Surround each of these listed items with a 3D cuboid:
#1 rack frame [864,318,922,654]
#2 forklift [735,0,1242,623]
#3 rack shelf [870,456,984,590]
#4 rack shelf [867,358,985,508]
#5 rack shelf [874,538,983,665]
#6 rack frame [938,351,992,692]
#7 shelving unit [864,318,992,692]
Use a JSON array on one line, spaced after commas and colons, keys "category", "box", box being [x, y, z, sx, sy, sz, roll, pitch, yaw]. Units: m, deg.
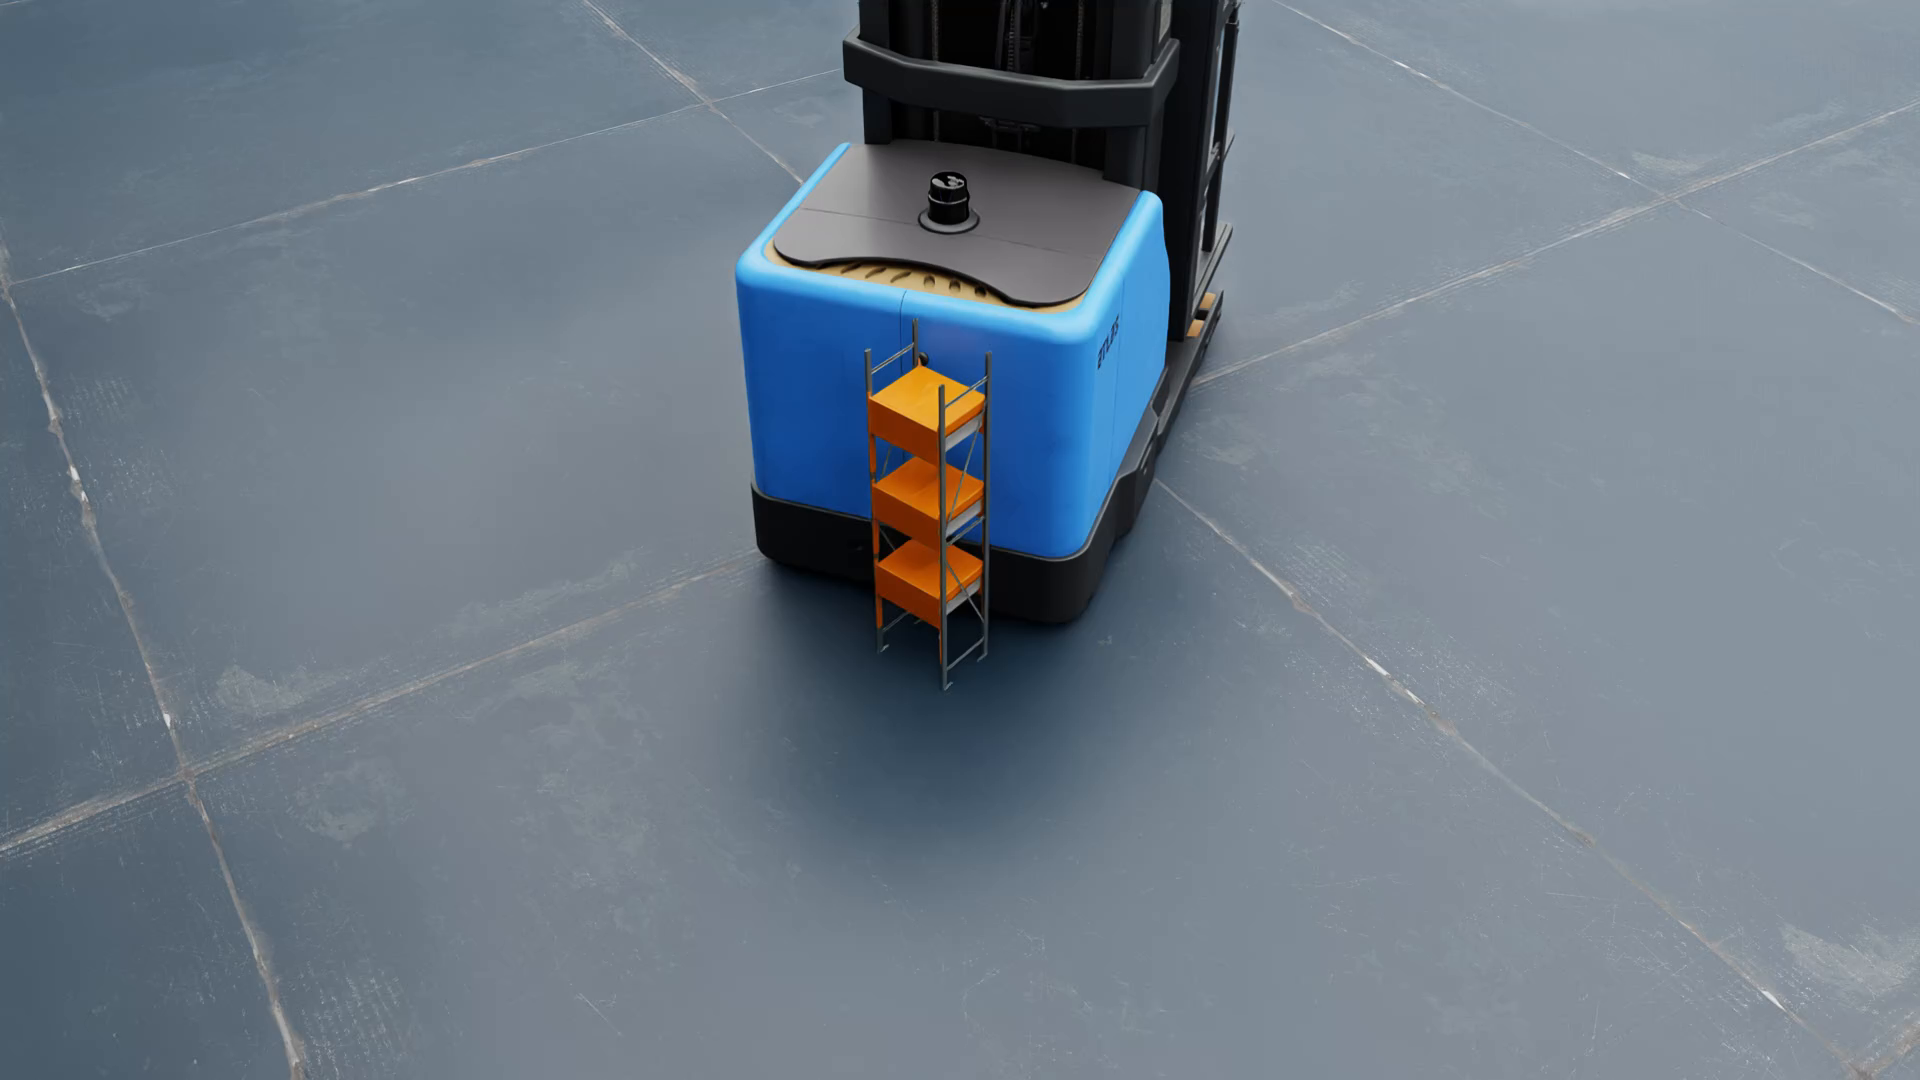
[{"category": "rack frame", "box": [-0.175, -0.120, 4.574, 0.008, 1.050, 0.200, 28, 47, 29]}, {"category": "forklift", "box": [0.333, -1.835, 5.162, 1.130, 2.935, 3.031, 12, 41, 15]}, {"category": "rack shelf", "box": [-0.081, -0.062, 4.521, 0.240, 0.259, 0.215, 28, 47, 29]}, {"category": "rack shelf", "box": [-0.081, -0.280, 4.340, 0.240, 0.259, 0.215, 28, 47, 29]}, {"category": "rack shelf", "box": [-0.081, 0.151, 4.699, 0.240, 0.259, 0.215, 28, 47, 29]}, {"category": "rack frame", "box": [0.013, -0.021, 4.455, 0.008, 1.050, 0.200, 28, 47, 29]}, {"category": "shelving unit", "box": [-0.081, -0.070, 4.514, 0.252, 1.050, 0.215, 28, 47, 29]}]
